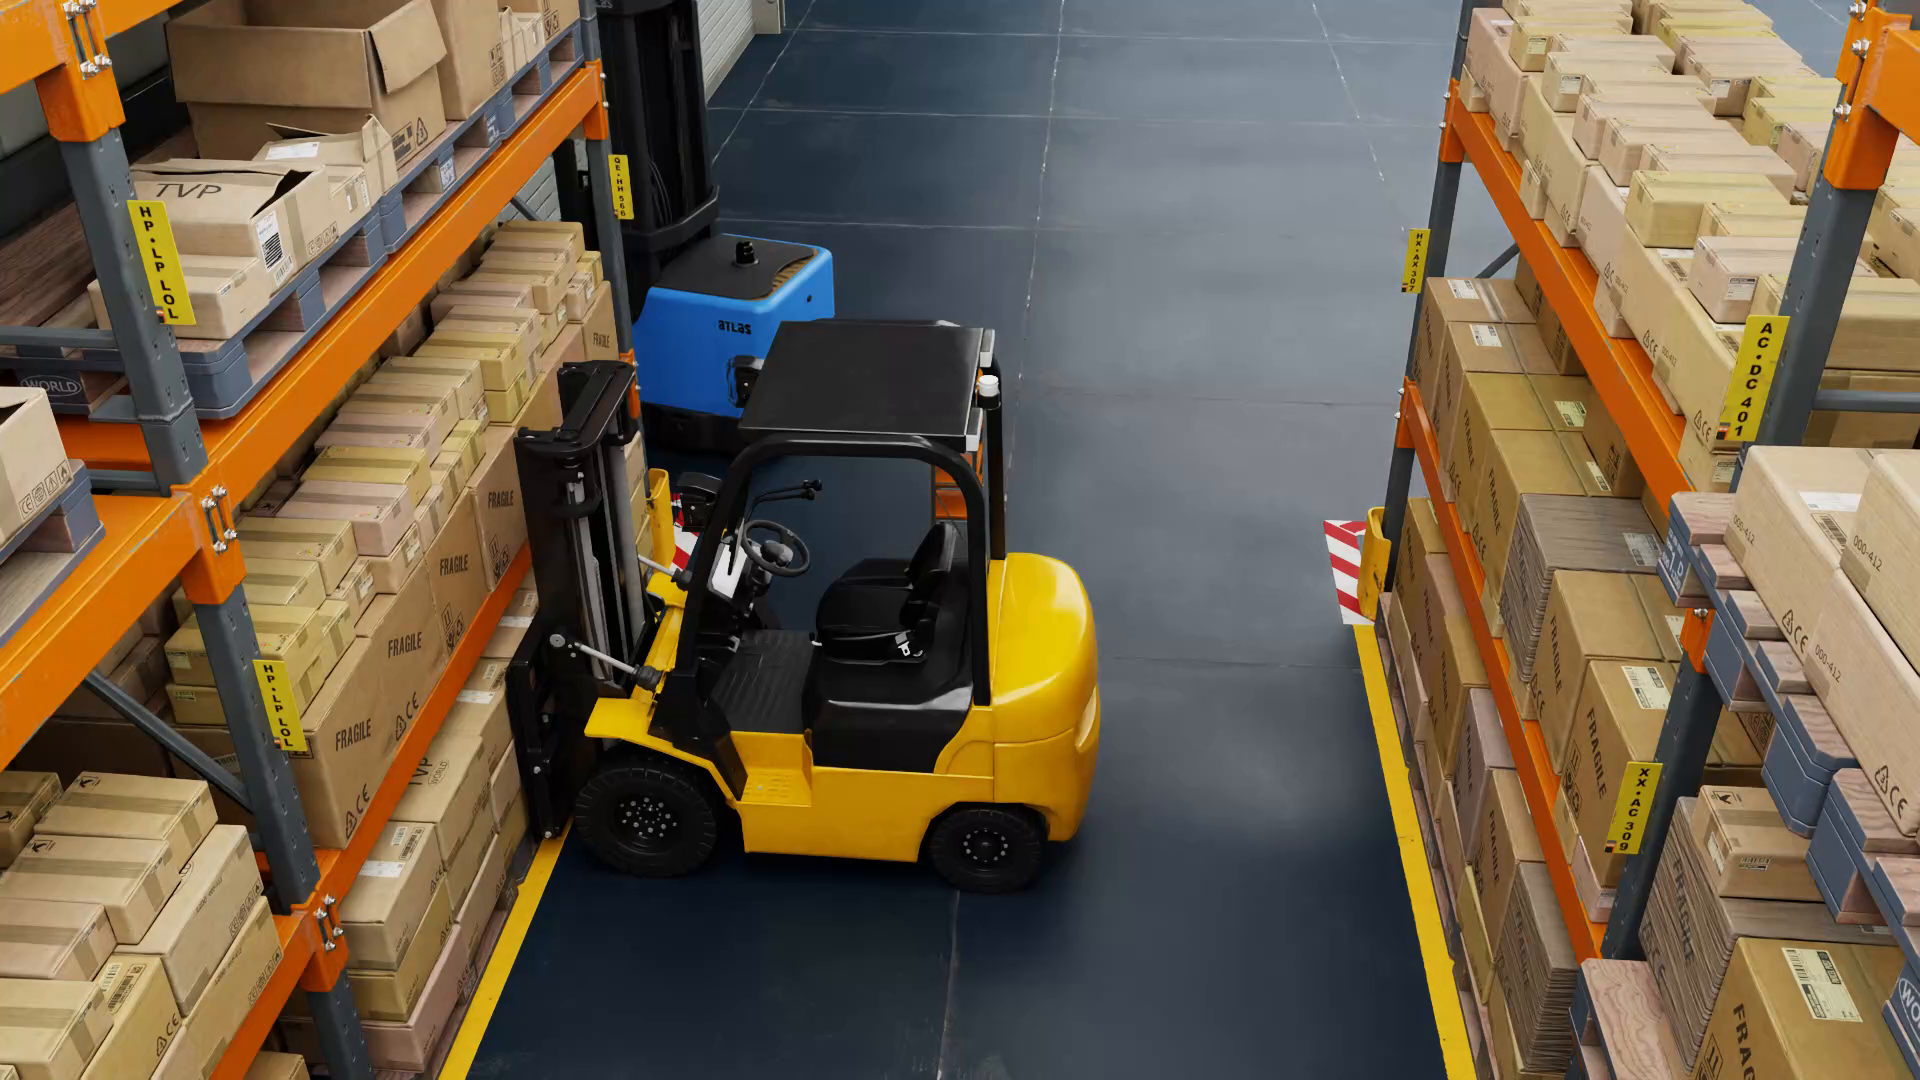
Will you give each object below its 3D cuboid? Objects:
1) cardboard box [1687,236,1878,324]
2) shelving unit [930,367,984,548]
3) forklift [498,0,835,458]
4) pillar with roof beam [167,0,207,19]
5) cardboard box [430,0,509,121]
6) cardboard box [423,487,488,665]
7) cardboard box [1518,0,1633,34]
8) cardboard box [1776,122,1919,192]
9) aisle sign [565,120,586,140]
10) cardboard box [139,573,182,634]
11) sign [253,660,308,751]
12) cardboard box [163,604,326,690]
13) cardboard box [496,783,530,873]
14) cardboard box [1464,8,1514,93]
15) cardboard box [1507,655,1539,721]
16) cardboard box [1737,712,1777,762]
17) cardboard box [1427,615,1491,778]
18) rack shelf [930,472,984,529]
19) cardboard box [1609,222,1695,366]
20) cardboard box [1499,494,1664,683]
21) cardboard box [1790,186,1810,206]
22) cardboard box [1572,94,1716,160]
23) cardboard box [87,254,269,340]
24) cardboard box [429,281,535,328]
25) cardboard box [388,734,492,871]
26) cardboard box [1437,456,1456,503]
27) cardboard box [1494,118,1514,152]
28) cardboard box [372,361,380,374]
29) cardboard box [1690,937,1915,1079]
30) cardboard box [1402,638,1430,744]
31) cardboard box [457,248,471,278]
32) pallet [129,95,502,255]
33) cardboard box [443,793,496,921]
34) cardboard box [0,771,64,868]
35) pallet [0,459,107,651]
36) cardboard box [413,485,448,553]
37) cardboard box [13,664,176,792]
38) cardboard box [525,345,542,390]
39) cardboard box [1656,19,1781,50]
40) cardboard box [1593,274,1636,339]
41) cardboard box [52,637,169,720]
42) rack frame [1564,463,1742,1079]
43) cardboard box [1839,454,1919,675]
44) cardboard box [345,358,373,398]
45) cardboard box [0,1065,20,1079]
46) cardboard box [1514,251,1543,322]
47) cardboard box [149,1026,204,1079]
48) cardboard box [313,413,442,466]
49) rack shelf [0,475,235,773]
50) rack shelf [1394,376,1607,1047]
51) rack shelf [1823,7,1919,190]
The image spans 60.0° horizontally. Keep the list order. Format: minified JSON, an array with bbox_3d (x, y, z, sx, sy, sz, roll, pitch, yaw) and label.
[{"bbox_3d":[2.172,-0.687,4.407,0.380,0.149,0.250,2,32,3],"label":"cardboard box"},{"bbox_3d":[-0.013,-0.424,9.075,0.258,1.200,0.503,2,32,4],"label":"shelving unit"},{"bbox_3d":[-2.361,-2.202,10.309,3.031,2.935,1.130,11,33,17],"label":"forklift"},{"bbox_3d":[1.132,-3.210,6.161,9.100,9.000,0.400,2,32,4],"label":"pillar with roof beam"},{"bbox_3d":[-2.179,-1.933,6.358,0.700,0.500,0.500,3,32,4],"label":"cardboard box"},{"bbox_3d":[-2.167,0.125,6.373,0.500,0.500,0.500,2,32,3],"label":"cardboard box"},{"bbox_3d":[2.426,-2.027,6.581,0.380,0.149,0.250,2,32,4],"label":"cardboard box"},{"bbox_3d":[2.821,-1.207,5.250,0.380,0.149,0.250,2,32,3],"label":"cardboard box"},{"bbox_3d":[-1.905,-2.294,7.915,0.394,0.787,0.004,2,32,4],"label":"aisle sign"},{"bbox_3d":[-2.742,0.172,5.395,0.380,0.149,0.250,2,32,3],"label":"cardboard box"},{"bbox_3d":[-1.987,0.485,4.856,0.100,0.325,0.005,2,32,4],"label":"sign"},{"bbox_3d":[-2.207,0.327,5.143,0.380,0.149,0.250,3,32,5],"label":"cardboard box"},{"bbox_3d":[-2.107,1.144,7.036,0.500,0.250,0.500,3,32,5],"label":"cardboard box"},{"bbox_3d":[2.438,-2.043,6.987,0.500,0.250,0.500,2,32,3],"label":"cardboard box"},{"bbox_3d":[2.220,0.531,6.049,0.380,0.149,0.250,2,32,3],"label":"cardboard box"},{"bbox_3d":[2.671,0.321,4.819,0.700,0.500,0.500,2,32,3],"label":"cardboard box"},{"bbox_3d":[2.314,0.675,7.081,0.500,0.500,0.500,3,32,5],"label":"cardboard box"},{"bbox_3d":[-0.013,-0.198,9.215,0.258,0.148,0.480,2,32,4],"label":"rack shelf"},{"bbox_3d":[2.226,-0.710,4.823,0.500,0.250,0.500,2,32,3],"label":"cardboard box"},{"bbox_3d":[2.280,0.183,5.995,0.500,0.500,0.500,3,32,5],"label":"cardboard box"},{"bbox_3d":[2.814,-0.953,5.218,0.500,0.250,0.500,3,32,4],"label":"cardboard box"},{"bbox_3d":[2.258,-1.363,5.503,0.380,0.149,0.250,3,32,5],"label":"cardboard box"},{"bbox_3d":[-2.190,-0.687,4.670,0.380,0.149,0.250,3,32,5],"label":"cardboard box"},{"bbox_3d":[-2.100,-1.019,7.328,0.380,0.149,0.250,3,32,4],"label":"cardboard box"},{"bbox_3d":[-2.125,0.986,6.339,0.500,0.250,0.500,3,32,4],"label":"cardboard box"},{"bbox_3d":[2.335,-0.281,7.366,0.380,0.149,0.250,3,32,5],"label":"cardboard box"},{"bbox_3d":[2.406,-1.687,6.790,0.380,0.149,0.250,3,32,5],"label":"cardboard box"},{"bbox_3d":[-2.665,-0.648,7.010,0.380,0.149,0.250,4,32,6],"label":"cardboard box"},{"bbox_3d":[2.054,1.283,3.810,0.500,0.500,0.500,3,32,4],"label":"cardboard box"},{"bbox_3d":[2.354,0.713,7.734,0.500,0.250,0.500,4,32,6],"label":"cardboard box"},{"bbox_3d":[-2.528,-1.308,7.796,0.380,0.149,0.250,4,32,6],"label":"cardboard box"},{"bbox_3d":[-2.383,-1.396,6.162,1.003,0.211,1.213,2,32,4],"label":"pallet"},{"bbox_3d":[-2.143,1.202,6.465,0.500,0.250,0.500,2,32,4],"label":"cardboard box"},{"bbox_3d":[-2.771,0.782,4.688,0.380,0.149,0.250,2,32,3],"label":"cardboard box"},{"bbox_3d":[-2.588,0.193,3.682,0.805,0.209,1.217,1,32,2],"label":"pallet"},{"bbox_3d":[-2.111,-0.084,6.093,0.380,0.149,0.250,2,32,3],"label":"cardboard box"},{"bbox_3d":[-2.762,0.637,5.542,0.500,0.500,0.500,2,32,4],"label":"cardboard box"},{"bbox_3d":[-2.032,-0.752,7.178,0.380,0.149,0.250,1,32,2],"label":"cardboard box"},{"bbox_3d":[2.877,-1.877,6.338,0.380,0.149,0.250,3,32,4],"label":"cardboard box"},{"bbox_3d":[2.238,-0.749,5.267,0.380,0.149,0.250,3,32,5],"label":"cardboard box"},{"bbox_3d":[-2.759,0.429,5.262,0.380,0.149,0.250,2,32,4],"label":"cardboard box"},{"bbox_3d":[2.419,1.136,4.827,1.000,3.000,0.127,2,32,4],"label":"rack frame"},{"bbox_3d":[1.941,0.081,2.947,0.500,0.250,0.500,2,32,3],"label":"cardboard box"},{"bbox_3d":[-2.598,-0.637,6.707,0.380,0.149,0.250,3,32,4],"label":"cardboard box"},{"bbox_3d":[-2.384,1.335,3.792,0.380,0.149,0.250,2,32,3],"label":"cardboard box"},{"bbox_3d":[2.920,-1.274,7.406,0.700,0.500,0.500,2,32,3],"label":"cardboard box"},{"bbox_3d":[-2.345,1.528,4.335,0.500,0.250,0.500,2,32,4],"label":"cardboard box"},{"bbox_3d":[-2.181,-0.350,6.242,0.380,0.149,0.250,2,32,4],"label":"cardboard box"},{"bbox_3d":[-2.692,1.001,2.873,1.077,0.370,4.000,2,32,4],"label":"rack shelf"},{"bbox_3d":[2.581,0.397,6.713,1.077,0.370,4.000,2,32,4],"label":"rack shelf"},{"bbox_3d":[2.256,0.105,1.850,1.077,0.370,4.000,2,32,4],"label":"rack shelf"}]
